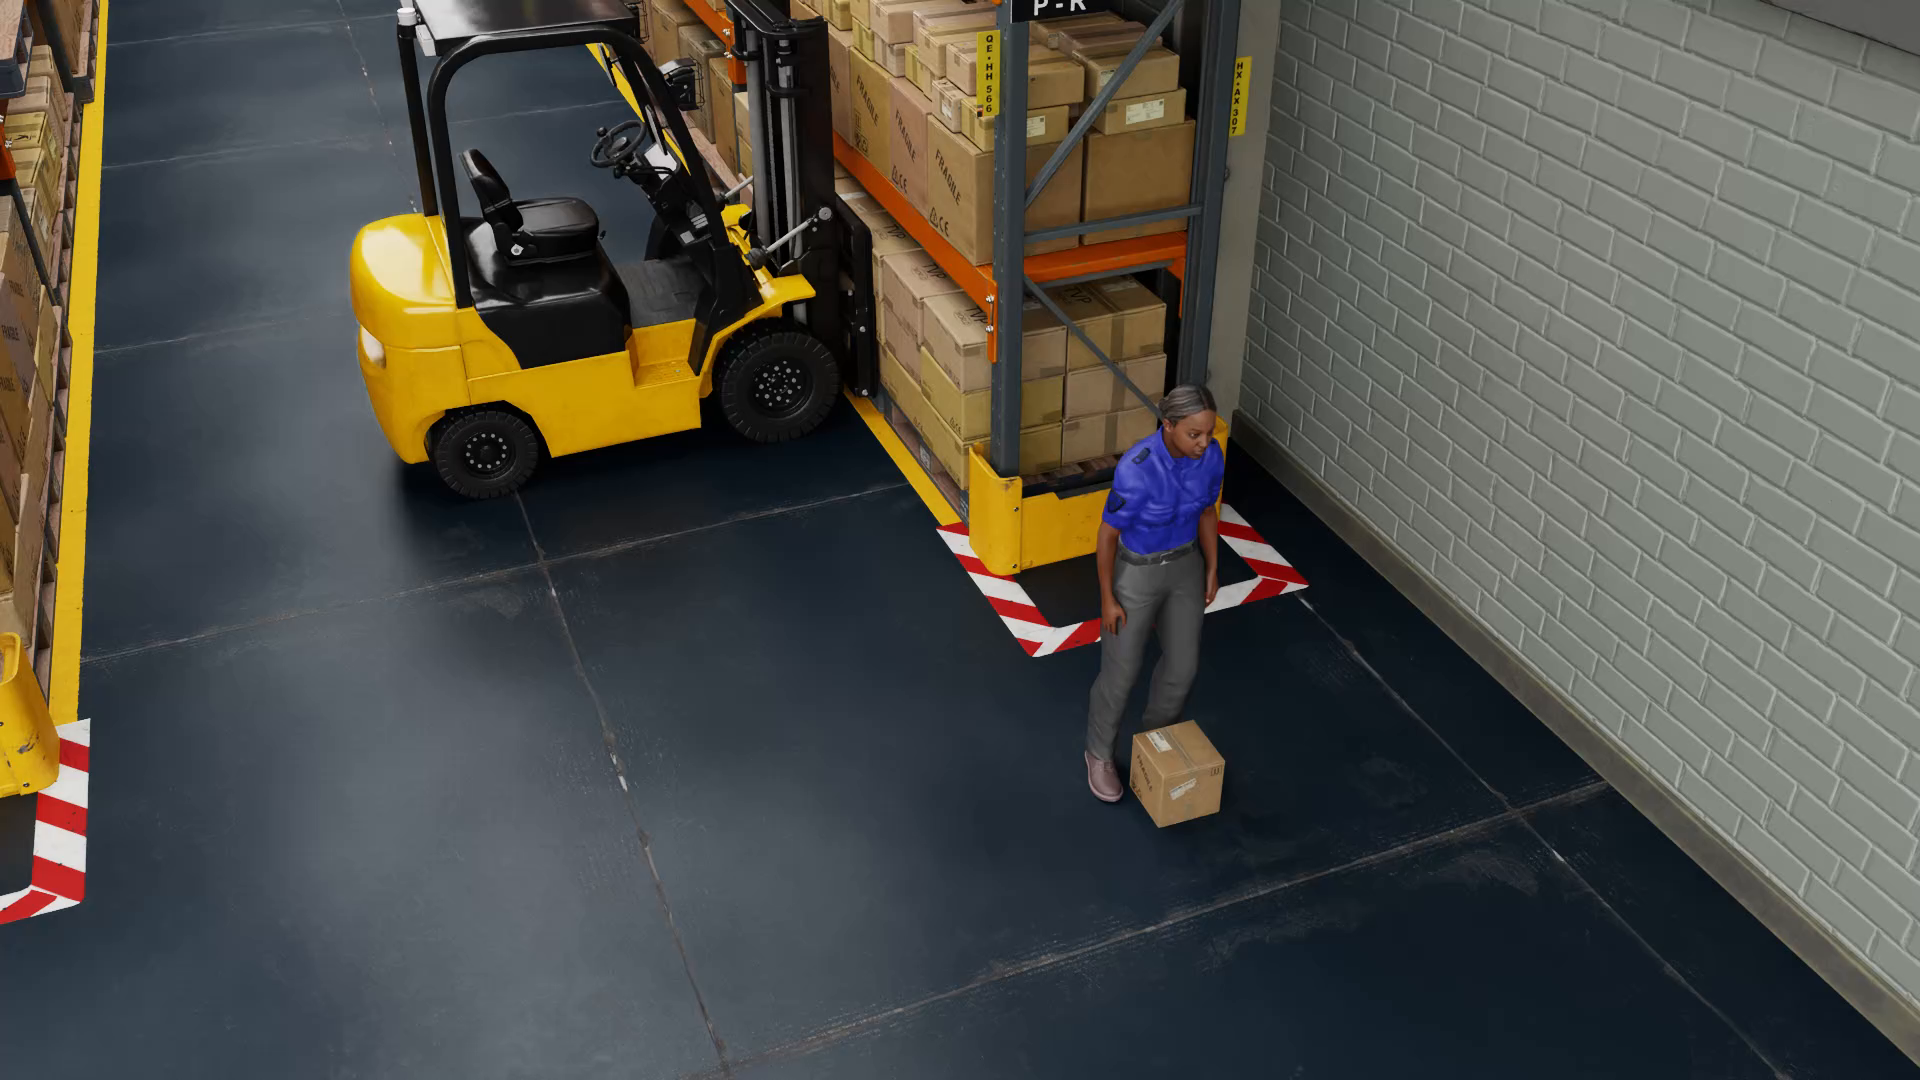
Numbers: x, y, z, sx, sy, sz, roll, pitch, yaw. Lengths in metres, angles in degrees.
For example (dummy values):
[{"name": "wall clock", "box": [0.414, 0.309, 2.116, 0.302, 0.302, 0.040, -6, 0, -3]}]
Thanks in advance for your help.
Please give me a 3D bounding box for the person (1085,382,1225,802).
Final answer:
[{"name": "person", "box": [0.696, 0.158, 5.910, 0.527, 1.653, 0.350, -15, 37, -22]}]
